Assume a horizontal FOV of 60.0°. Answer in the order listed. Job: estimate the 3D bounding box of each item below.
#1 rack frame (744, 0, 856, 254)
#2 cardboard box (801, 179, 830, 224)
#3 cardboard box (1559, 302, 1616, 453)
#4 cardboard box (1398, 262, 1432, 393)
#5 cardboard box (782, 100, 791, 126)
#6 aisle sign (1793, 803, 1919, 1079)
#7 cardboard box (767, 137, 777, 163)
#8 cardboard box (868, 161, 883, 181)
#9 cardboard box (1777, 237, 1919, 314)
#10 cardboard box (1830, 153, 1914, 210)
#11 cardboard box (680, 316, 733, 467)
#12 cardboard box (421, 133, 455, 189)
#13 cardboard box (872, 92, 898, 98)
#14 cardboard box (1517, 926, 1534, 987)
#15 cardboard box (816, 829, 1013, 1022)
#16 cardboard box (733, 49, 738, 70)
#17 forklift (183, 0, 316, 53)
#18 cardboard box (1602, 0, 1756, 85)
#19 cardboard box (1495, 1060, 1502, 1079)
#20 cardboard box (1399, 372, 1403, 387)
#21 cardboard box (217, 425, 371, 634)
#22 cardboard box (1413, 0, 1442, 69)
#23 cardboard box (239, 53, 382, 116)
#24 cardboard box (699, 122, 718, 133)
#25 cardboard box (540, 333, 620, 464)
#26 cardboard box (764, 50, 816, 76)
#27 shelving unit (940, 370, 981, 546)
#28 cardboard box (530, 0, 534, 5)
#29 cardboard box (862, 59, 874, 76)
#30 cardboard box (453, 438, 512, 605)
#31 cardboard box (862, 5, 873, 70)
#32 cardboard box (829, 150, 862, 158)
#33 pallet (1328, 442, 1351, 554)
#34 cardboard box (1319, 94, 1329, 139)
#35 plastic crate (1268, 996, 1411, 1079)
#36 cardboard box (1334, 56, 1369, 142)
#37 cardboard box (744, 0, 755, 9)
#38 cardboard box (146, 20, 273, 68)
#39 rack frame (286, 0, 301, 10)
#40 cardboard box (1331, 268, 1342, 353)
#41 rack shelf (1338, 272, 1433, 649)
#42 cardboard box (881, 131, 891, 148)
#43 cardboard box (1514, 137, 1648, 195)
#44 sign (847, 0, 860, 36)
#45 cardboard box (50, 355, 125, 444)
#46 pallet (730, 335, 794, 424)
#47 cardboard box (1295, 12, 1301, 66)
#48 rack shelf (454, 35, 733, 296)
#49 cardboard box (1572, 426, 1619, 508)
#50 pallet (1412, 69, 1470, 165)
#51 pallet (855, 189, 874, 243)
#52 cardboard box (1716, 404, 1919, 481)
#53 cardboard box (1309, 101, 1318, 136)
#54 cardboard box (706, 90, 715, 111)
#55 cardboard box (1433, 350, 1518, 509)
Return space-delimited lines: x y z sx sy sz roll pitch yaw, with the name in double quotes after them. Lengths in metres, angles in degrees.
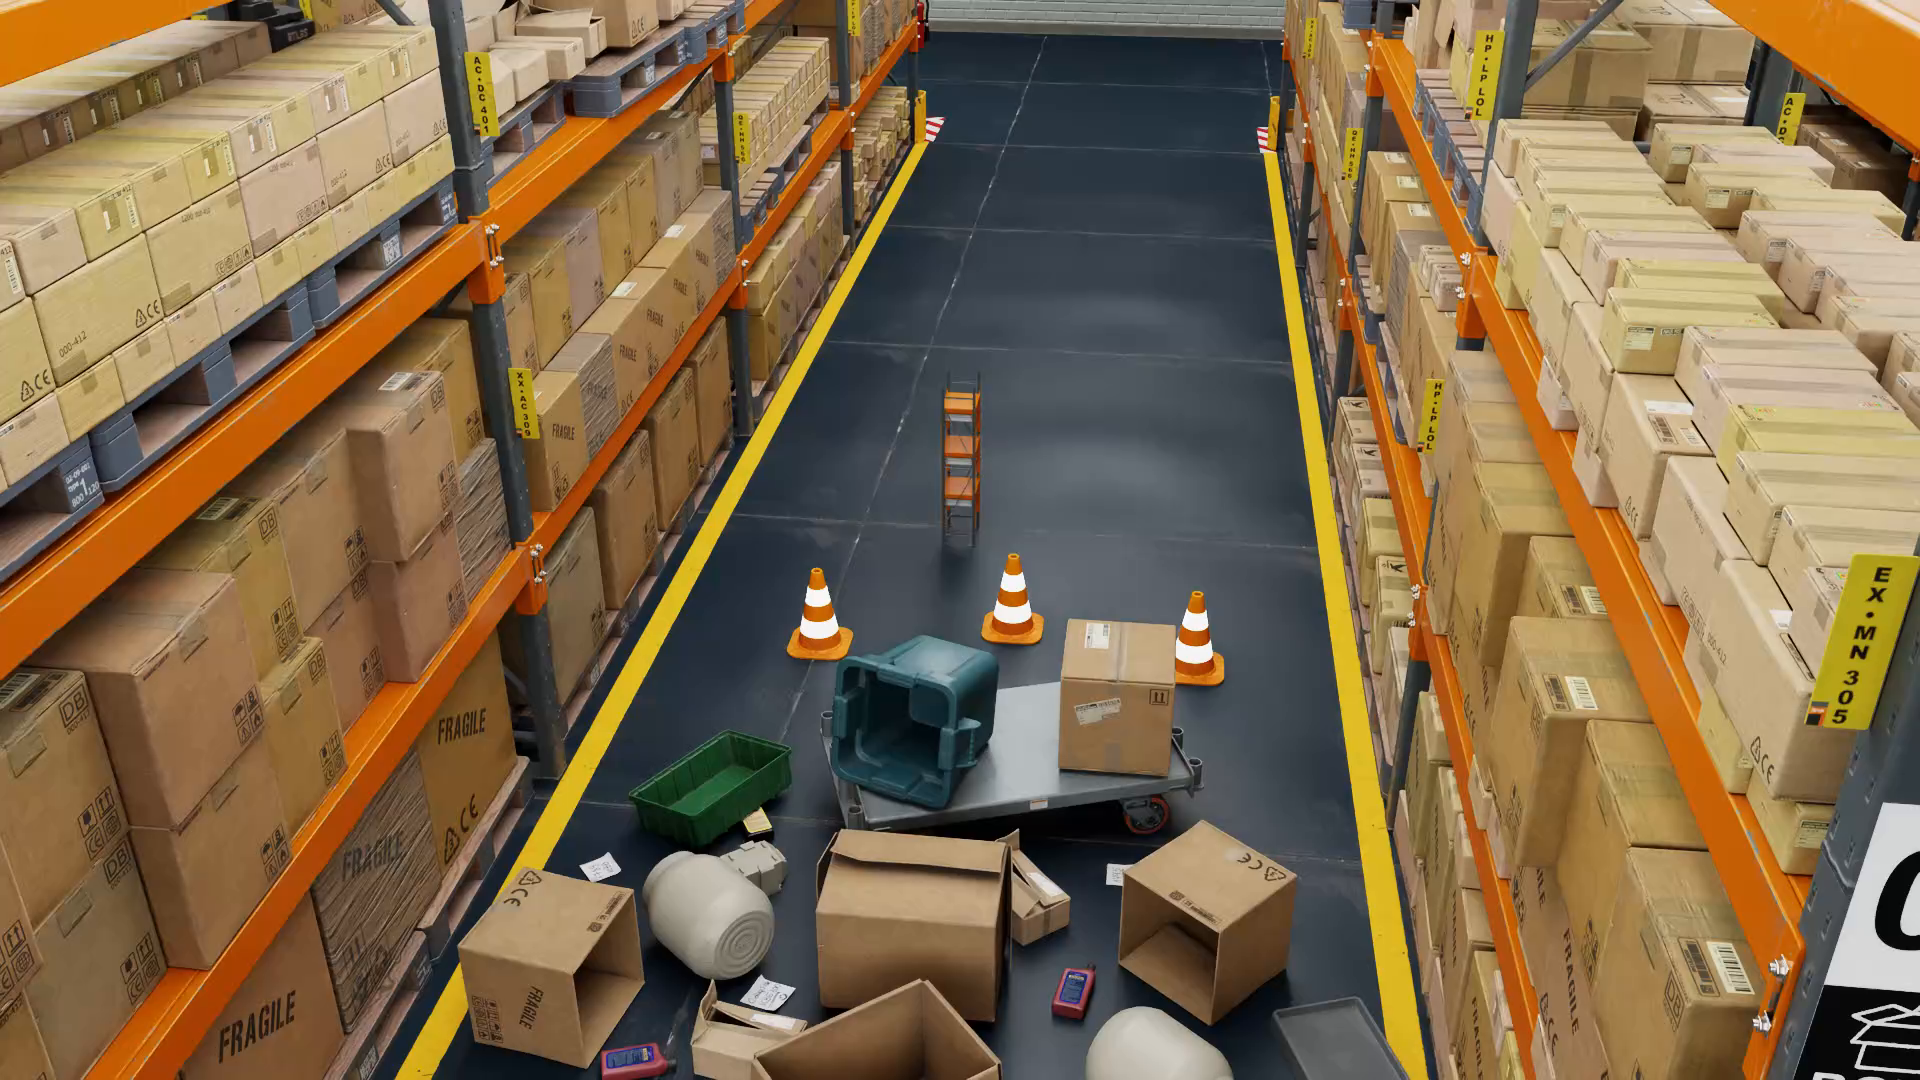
-1.454 -3.970 14.456 1.000 3.000 0.127 3 28 6 "rack frame"
-1.371 -2.778 13.645 0.500 0.250 0.500 5 29 9 "cardboard box"
1.977 -0.442 4.590 0.500 0.250 0.500 4 29 7 "cardboard box"
2.448 -1.030 8.138 0.500 0.500 0.500 4 29 8 "cardboard box"
-1.500 -3.241 12.612 0.380 0.149 0.250 4 29 8 "cardboard box"
1.705 0.787 2.886 0.394 0.787 0.004 3 28 6 "aisle sign"
-1.562 -2.866 12.229 0.380 0.149 0.250 4 29 8 "cardboard box"
-0.972 -3.665 16.454 0.380 0.149 0.250 3 28 5 "cardboard box"
2.576 -0.748 4.738 0.380 0.149 0.250 4 29 7 "cardboard box"
8.448 -3.239 15.292 0.700 0.500 0.500 2 28 4 "cardboard box"
-2.108 -1.000 10.872 1.050 0.750 0.750 3 28 6 "cardboard box"
-2.162 -1.453 6.338 0.380 0.149 0.250 3 28 6 "cardboard box"
-0.865 -4.665 17.683 0.380 0.149 0.250 4 29 7 "cardboard box"
1.921 1.235 5.060 0.380 0.149 0.250 3 28 6 "cardboard box"
-0.190 1.544 6.711 0.797 0.637 0.503 3 28 6 "cardboard box"
-2.021 -3.895 13.512 0.380 0.149 0.250 4 29 7 "cardboard box"
-4.752 -1.857 10.607 1.130 2.935 3.031 11 30 19 "forklift"
3.011 -2.110 7.030 0.500 0.250 0.500 3 28 5 "cardboard box"
1.901 1.976 5.084 0.500 0.500 0.500 4 29 8 "cardboard box"
2.419 -0.776 8.349 0.380 0.149 0.250 3 28 6 "cardboard box"
-2.668 -0.062 5.905 0.875 0.550 0.550 3 28 6 "cardboard box"
2.855 -2.766 8.953 0.700 0.500 0.500 3 28 6 "cardboard box"
-2.225 -1.566 5.707 0.380 0.149 0.250 3 28 6 "cardboard box"
-1.665 -2.756 11.398 0.380 0.149 0.250 3 28 5 "cardboard box"
-2.042 -0.718 8.314 0.500 0.500 0.500 4 29 7 "cardboard box"
-1.375 -3.857 13.442 0.380 0.149 0.250 2 28 5 "cardboard box"
0.007 -0.487 10.048 0.215 1.050 0.252 3 28 6 "shelving unit"
-2.376 -2.791 8.652 0.500 0.311 0.500 3 28 5 "cardboard box"
-1.021 -4.470 15.650 0.380 0.149 0.250 4 29 7 "cardboard box"
-2.468 -0.096 7.107 0.875 0.550 0.550 3 28 6 "cardboard box"
-1.090 -4.596 15.200 0.500 0.500 0.500 3 28 6 "cardboard box"
-1.132 -3.560 15.630 0.380 0.149 0.250 3 28 5 "cardboard box"
2.884 -0.251 10.494 1.003 0.211 1.213 3 28 6 "pallet"
3.013 -3.210 12.676 0.500 0.250 0.500 4 29 7 "cardboard box"
1.484 2.013 6.429 0.402 0.080 0.583 -6 29 -11 "plastic crate"
2.907 -3.065 11.617 0.500 0.500 0.500 3 28 6 "cardboard box"
-1.610 -3.705 10.696 0.500 0.500 0.500 3 28 6 "cardboard box"
-2.816 -1.842 6.220 0.380 0.149 0.250 4 29 7 "cardboard box"
-6.364 -4.305 15.079 1.000 3.000 0.127 3 28 6 "rack frame"
3.261 -1.836 12.293 0.875 0.875 0.875 4 29 7 "cardboard box"
2.736 -0.589 8.938 1.077 0.370 4.000 3 28 6 "rack shelf"
-0.908 -4.039 16.835 0.380 0.149 0.250 5 29 9 "cardboard box"
2.125 -1.271 5.709 0.380 0.149 0.250 4 29 8 "cardboard box"
-0.903 -4.449 14.124 0.100 0.325 0.005 3 28 6 "sign"
-2.441 -0.378 4.343 0.380 0.149 0.250 3 29 6 "cardboard box"
-1.847 -1.227 12.305 1.003 0.211 1.213 3 28 6 "pallet"
3.458 -4.732 15.766 0.500 0.500 0.500 4 29 8 "cardboard box"
-2.189 -2.149 8.672 1.077 0.370 4.000 3 28 6 "rack shelf"
1.911 -0.201 4.562 0.380 0.149 0.250 3 28 6 "cardboard box"
2.796 -1.974 7.788 1.213 0.211 1.003 3 28 6 "pallet"
-1.407 -3.060 15.708 1.003 0.211 1.213 3 28 6 "pallet"
1.914 -0.175 3.674 0.380 0.149 0.250 4 29 7 "cardboard box"
3.155 -3.472 13.690 0.500 0.250 0.500 3 28 5 "cardboard box"
-2.115 -3.398 12.904 0.380 0.149 0.250 3 28 5 "cardboard box"
2.222 -0.384 6.328 0.700 0.500 0.500 3 28 6 "cardboard box"
